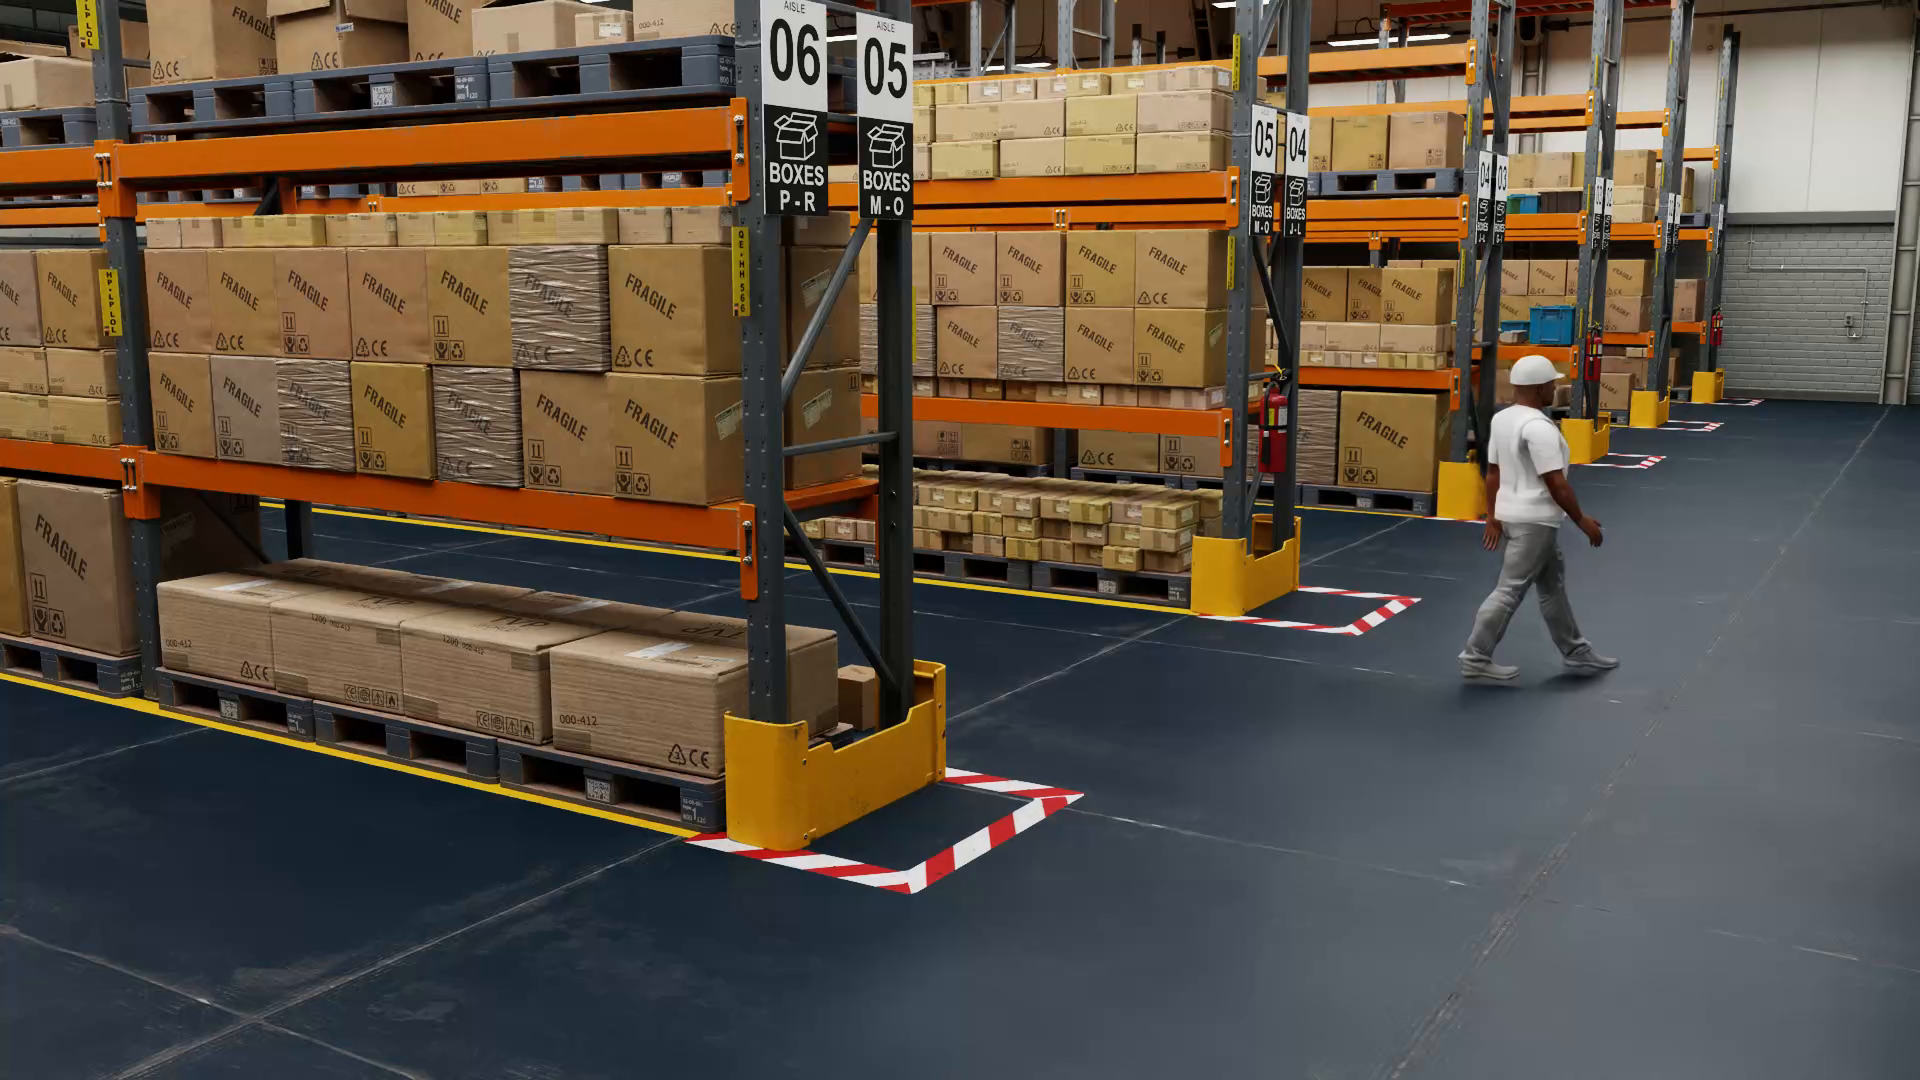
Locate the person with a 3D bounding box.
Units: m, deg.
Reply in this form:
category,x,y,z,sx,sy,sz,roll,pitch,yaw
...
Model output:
category,x,y,z,sx,sy,sz,roll,pitch,yaw
person,3.147,-0.117,8.828,0.949,1.718,0.579,0,9,-1
